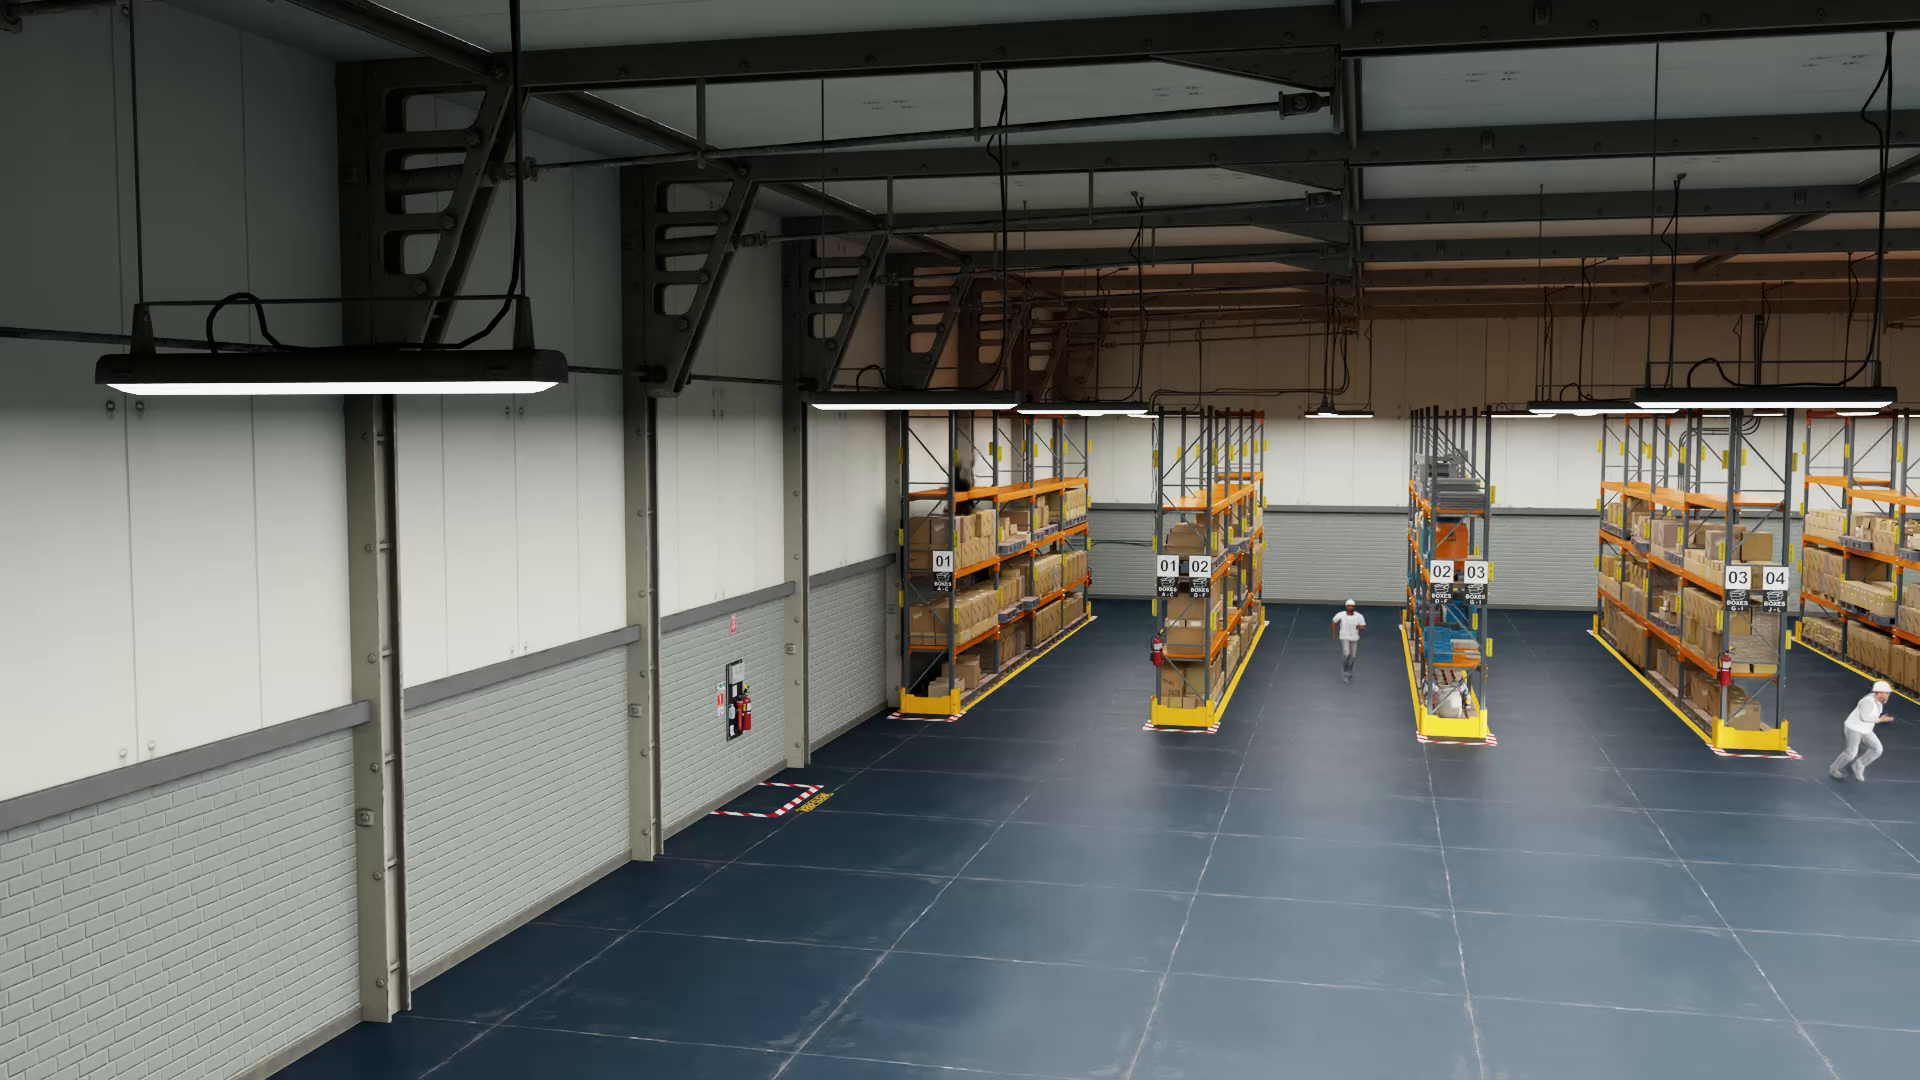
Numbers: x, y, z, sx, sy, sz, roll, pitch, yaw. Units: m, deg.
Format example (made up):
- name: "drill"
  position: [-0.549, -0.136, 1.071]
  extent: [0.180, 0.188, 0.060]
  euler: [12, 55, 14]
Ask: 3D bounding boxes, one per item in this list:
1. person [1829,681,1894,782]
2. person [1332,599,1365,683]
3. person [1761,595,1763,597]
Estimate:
- name: "person"
  position: [14.287, 3.018, 26.302]
  extent: [0.685, 1.649, 0.953]
  euler: [-3, 5, -38]
- name: "person"
  position: [8.566, 2.219, 36.584]
  extent: [0.669, 1.825, 0.766]
  euler: [0, 4, -1]
- name: "person"
  position: [21.753, 1.663, 44.544]
  extent: [1.001, 1.713, 0.740]
  euler: [-1, 4, -8]
